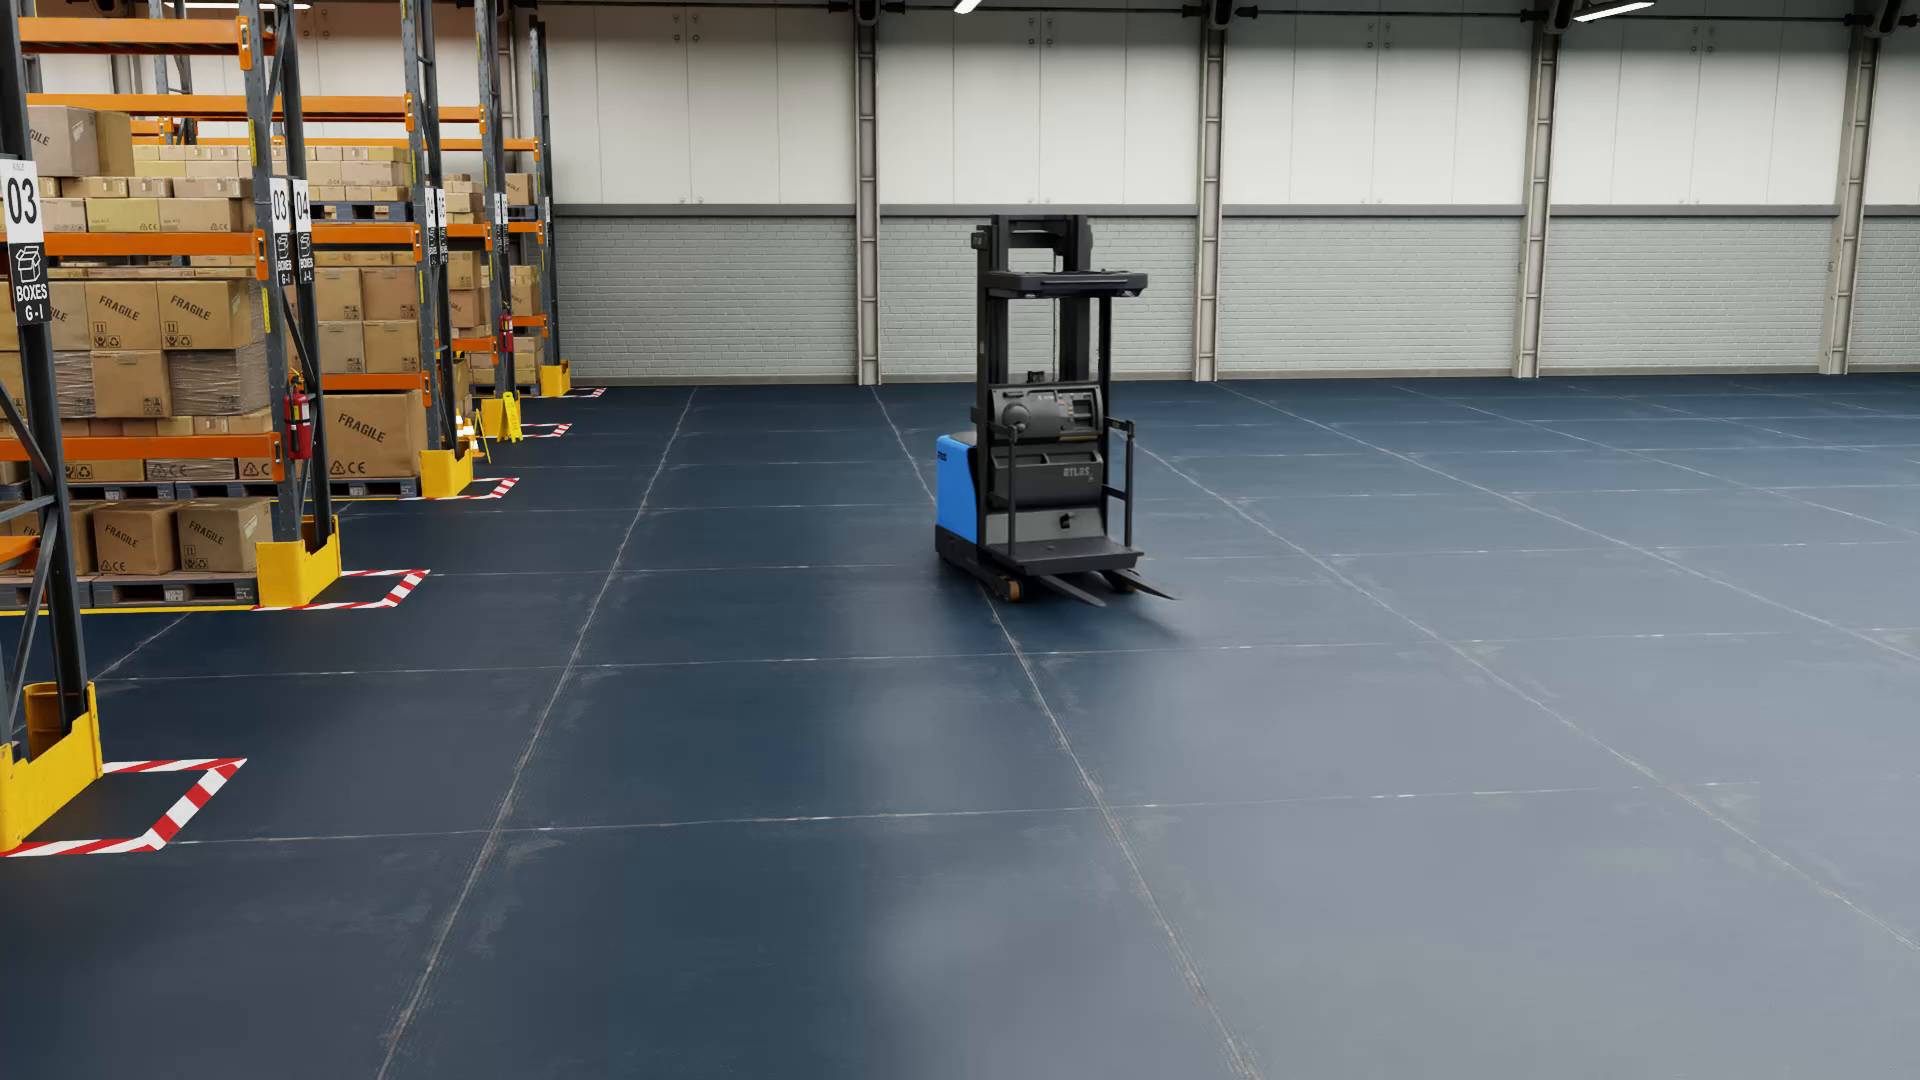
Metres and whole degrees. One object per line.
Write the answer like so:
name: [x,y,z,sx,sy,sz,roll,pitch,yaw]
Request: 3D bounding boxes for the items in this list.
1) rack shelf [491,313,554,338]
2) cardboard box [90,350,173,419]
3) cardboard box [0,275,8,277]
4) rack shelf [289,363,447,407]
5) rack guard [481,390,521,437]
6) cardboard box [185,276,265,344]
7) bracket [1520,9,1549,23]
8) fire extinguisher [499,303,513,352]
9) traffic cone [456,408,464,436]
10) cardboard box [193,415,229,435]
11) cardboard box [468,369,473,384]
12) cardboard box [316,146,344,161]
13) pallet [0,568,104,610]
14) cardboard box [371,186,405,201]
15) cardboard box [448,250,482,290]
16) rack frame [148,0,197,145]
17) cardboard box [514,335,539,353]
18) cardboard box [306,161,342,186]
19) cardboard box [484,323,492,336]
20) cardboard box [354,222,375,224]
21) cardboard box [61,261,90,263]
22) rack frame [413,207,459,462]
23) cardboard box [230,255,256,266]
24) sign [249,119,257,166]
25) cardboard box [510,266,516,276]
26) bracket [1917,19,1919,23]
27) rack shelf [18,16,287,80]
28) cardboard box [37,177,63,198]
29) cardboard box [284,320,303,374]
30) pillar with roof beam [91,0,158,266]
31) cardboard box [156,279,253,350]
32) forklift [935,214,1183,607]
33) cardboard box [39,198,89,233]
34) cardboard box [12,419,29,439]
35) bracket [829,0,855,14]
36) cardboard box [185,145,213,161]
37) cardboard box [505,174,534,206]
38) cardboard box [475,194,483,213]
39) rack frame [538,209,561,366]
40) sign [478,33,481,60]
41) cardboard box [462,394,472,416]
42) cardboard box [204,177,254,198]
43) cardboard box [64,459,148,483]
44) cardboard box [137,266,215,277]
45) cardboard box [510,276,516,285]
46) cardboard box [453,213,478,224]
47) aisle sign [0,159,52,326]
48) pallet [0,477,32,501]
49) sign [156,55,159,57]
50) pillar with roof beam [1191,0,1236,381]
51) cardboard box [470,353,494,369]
rack shelf: [-8.751,-3.532,27.307,4.000,0.370,1.077,-1,11,-6]
cardboard box: [-6.186,-1.230,12.701,0.500,0.500,0.875,-1,11,-6]
cardboard box: [-10.057,-2.473,17.201,0.500,0.500,0.700,-1,11,-7]
rack shelf: [-7.576,-1.633,17.647,4.000,0.370,1.077,-1,11,-6]
rack guard: [-6.298,-1.747,22.841,0.348,0.500,1.175,-1,11,-6]
cardboard box: [-5.729,-1.801,13.013,0.500,0.500,0.500,-1,11,-6]
bracket: [9.968,-9.093,28.846,0.430,0.232,0.235,-1,11,-6]
fire extinguisher: [-6.059,-2.851,22.178,0.183,0.674,0.296,-1,11,-6]
traffic cone: [-6.511,-1.474,21.548,0.334,0.463,0.336,-1,11,-6]
cardboard box: [-5.662,-0.901,12.707,0.250,0.149,0.380,-1,11,-6]
cardboard box: [-8.189,-2.696,27.228,0.500,0.250,0.500,-1,11,-5]
cardboard box: [-6.389,-3.941,16.979,0.250,0.149,0.380,-1,11,-5]
pallet: [-7.250,0.330,13.024,1.213,0.211,1.003,-1,11,-6]
cardboard box: [-5.882,-3.560,17.109,0.250,0.149,0.380,-1,11,-6]
cardboard box: [-6.707,-3.608,22.206,0.500,0.500,0.700,-1,11,-7]
rack frame: [-10.199,-5.836,21.605,0.127,3.000,1.000,-1,11,-6]
cardboard box: [-7.187,-3.205,27.224,0.500,0.250,0.500,-1,11,-4]
cardboard box: [-6.542,-3.753,17.059,0.500,0.250,0.500,-1,11,-6]
cardboard box: [-6.583,-2.885,22.798,0.250,0.149,0.380,-1,11,-6]
cardboard box: [-7.823,-4.241,21.923,0.250,0.149,0.380,-2,11,-8]
cardboard box: [-11.774,-3.627,22.122,0.250,0.149,0.380,-1,11,-3]
rack frame: [-5.588,-2.028,17.790,0.127,3.000,1.000,-1,11,-6]
cardboard box: [-9.228,-3.552,21.917,0.500,0.500,0.700,-1,11,-6]
sign: [-5.113,-2.874,12.022,0.005,0.325,0.100,-1,11,-6]
cardboard box: [-7.338,-4.381,27.048,0.250,0.149,0.380,-1,11,-6]
bracket: [19.337,-9.290,29.844,4.783,0.066,0.076,-1,11,-6]
rack shelf: [-7.141,-3.622,12.220,4.000,0.370,1.077,-1,11,-6]
cardboard box: [-6.689,-2.577,12.163,0.250,0.149,0.380,-2,11,-9]
cardboard box: [-7.066,-2.082,17.675,0.550,0.550,0.875,-1,11,-6]
pillar with roof beam: [-13.052,-6.078,22.841,0.548,9.000,9.100,-1,11,-6]
cardboard box: [-5.673,-1.701,12.506,0.500,0.500,0.500,-1,11,-6]
forklift: [0.769,-1.050,12.991,1.130,2.935,3.031,-4,12,-20]
cardboard box: [-6.611,-2.394,12.265,0.500,0.250,0.500,-1,11,-5]
cardboard box: [-6.894,-0.855,12.472,0.250,0.149,0.380,-1,11,-6]
bracket: [-1.961,-8.843,27.574,0.430,0.232,0.235,-1,11,-6]
cardboard box: [-7.653,-3.914,16.842,0.250,0.149,0.380,-1,11,-6]
cardboard box: [-7.176,-5.647,26.815,0.500,0.500,0.500,-1,11,-4]
cardboard box: [-6.751,-4.560,22.511,0.500,0.250,0.500,-1,11,-7]
rack frame: [-6.763,-3.927,27.449,0.127,3.000,1.000,-1,11,-6]
sign: [-6.183,-6.348,21.380,0.005,0.325,0.100,-1,11,-6]
cardboard box: [-7.055,-1.868,23.017,0.500,0.250,0.500,-1,11,-7]
cardboard box: [-5.395,-2.603,12.293,0.250,0.149,0.380,-1,11,-6]
cardboard box: [-8.932,-1.108,17.529,0.875,0.875,0.875,-1,11,-5]
cardboard box: [-8.108,-2.568,17.348,0.550,0.550,0.875,-1,11,-6]
cardboard box: [-7.328,-4.222,27.011,0.250,0.149,0.380,-1,11,-5]
cardboard box: [-6.547,-4.263,22.032,0.250,0.149,0.380,-1,11,-6]
aisle sign: [-4.578,-1.458,8.152,0.004,0.787,0.394,-1,11,-6]
pallet: [-10.323,-0.546,17.480,1.213,0.211,1.003,-1,11,-6]
sign: [-10.134,-6.265,20.959,0.005,0.325,0.100,-1,11,-6]
pillar with roof beam: [4.843,-6.453,24.748,0.548,9.000,9.100,-1,11,-6]
cardboard box: [-7.712,-2.951,27.227,0.500,0.250,0.500,-1,11,-7]
